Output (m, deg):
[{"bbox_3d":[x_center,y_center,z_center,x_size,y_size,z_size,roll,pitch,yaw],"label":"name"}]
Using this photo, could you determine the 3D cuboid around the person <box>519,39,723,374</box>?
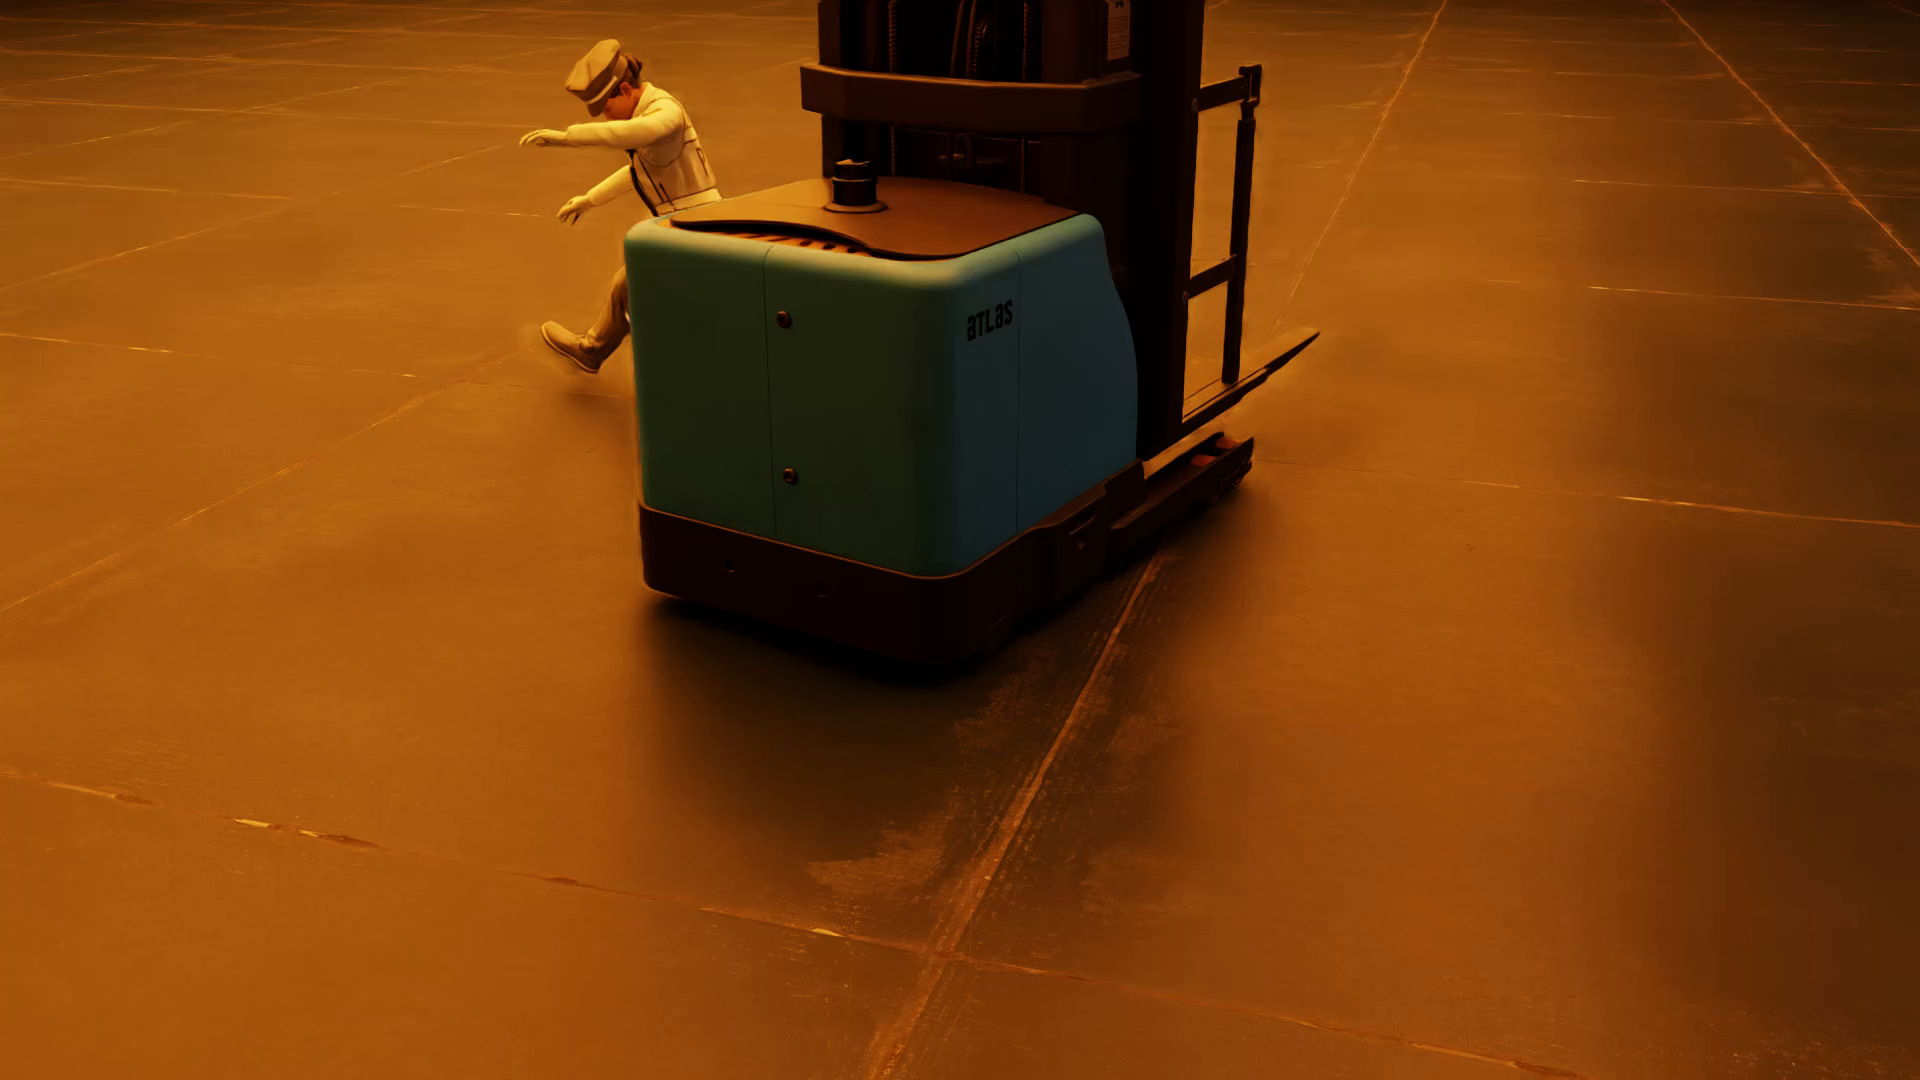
[{"bbox_3d":[-1.188,-1.120,6.073,0.922,1.358,1.187,-2,23,-4],"label":"person"}]

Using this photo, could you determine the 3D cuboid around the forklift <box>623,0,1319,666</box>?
[{"bbox_3d":[0.322,-1.553,5.040,1.130,2.935,3.031,13,26,29],"label":"forklift"}]
